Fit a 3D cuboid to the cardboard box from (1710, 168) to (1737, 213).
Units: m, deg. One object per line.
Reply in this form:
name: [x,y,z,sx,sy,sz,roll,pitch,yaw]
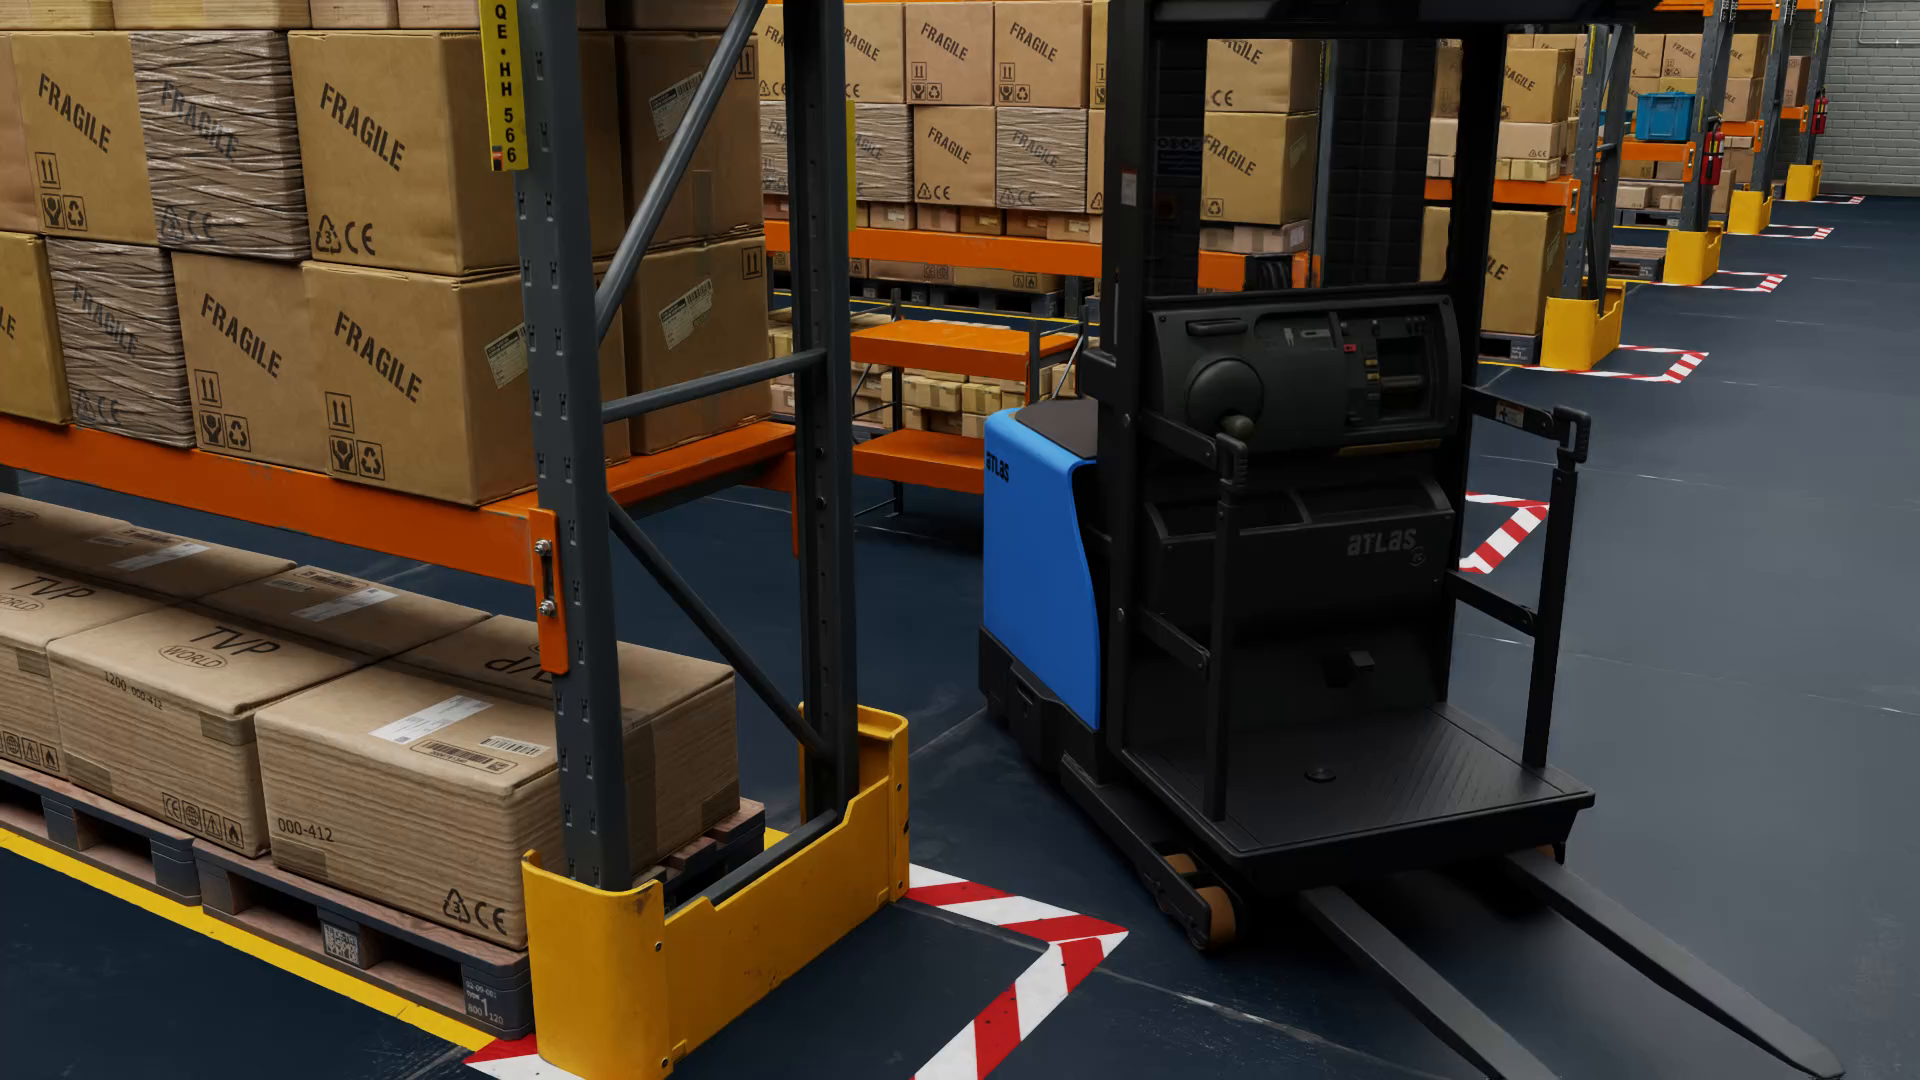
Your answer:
cardboard box: [9.193,-4.295,20.402,0.500,0.500,0.500,10,20,30]

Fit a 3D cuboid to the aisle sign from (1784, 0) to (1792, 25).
aisle sign: [9.683,-6.416,19.369,0.004,0.787,0.394,10,20,30]

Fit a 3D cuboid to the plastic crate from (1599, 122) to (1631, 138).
plastic crate: [6.400,-4.014,16.285,0.243,0.136,0.396,10,20,30]

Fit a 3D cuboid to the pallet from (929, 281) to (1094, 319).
pallet: [0.492,-2.178,14.689,1.213,0.211,1.003,10,20,30]

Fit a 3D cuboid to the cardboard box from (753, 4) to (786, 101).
cardboard box: [-0.786,-2.665,9.091,0.500,0.500,0.500,9,19,28]

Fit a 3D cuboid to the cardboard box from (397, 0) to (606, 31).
cardboard box: [-1.000,-1.193,3.638,0.250,0.149,0.380,10,20,31]

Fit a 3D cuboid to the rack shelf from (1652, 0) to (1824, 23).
rack shelf: [10.670,-7.881,24.742,4.000,0.370,1.077,10,20,30]

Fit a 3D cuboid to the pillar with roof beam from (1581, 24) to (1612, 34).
pillar with roof beam: [7.762,-9.006,22.048,0.400,9.000,9.100,10,20,30]

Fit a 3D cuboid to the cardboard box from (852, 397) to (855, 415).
cardboard box: [-0.643,-0.811,9.573,0.250,0.149,0.380,10,19,29]

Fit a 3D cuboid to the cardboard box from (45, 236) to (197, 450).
cardboard box: [-2.002,-0.563,4.400,0.500,0.500,0.500,11,20,32]

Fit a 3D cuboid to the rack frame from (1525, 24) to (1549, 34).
rack frame: [8.966,-7.094,26.075,0.127,3.000,1.000,10,20,30]

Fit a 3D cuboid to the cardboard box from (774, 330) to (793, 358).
cardboard box: [-0.863,-1.136,9.618,0.250,0.149,0.380,10,19,29]

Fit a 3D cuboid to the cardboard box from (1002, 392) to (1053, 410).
cardboard box: [0.425,-0.735,8.812,0.250,0.149,0.380,10,20,31]

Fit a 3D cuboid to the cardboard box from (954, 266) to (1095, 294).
cardboard box: [0.633,-2.691,14.511,0.875,0.875,1.225,10,20,30]

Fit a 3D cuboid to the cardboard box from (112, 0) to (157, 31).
cardboard box: [-1.871,-1.350,4.155,0.250,0.149,0.380,10,20,30]

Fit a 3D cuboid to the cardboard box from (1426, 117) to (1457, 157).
cardboard box: [3.614,-2.961,12.215,0.500,0.250,0.500,10,19,29]

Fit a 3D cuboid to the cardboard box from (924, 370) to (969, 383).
cardboard box: [0.010,-0.975,9.088,0.250,0.149,0.380,10,20,30]

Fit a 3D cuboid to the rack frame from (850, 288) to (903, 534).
rack frame: [-0.427,-0.615,7.969,0.032,1.125,0.500,10,20,30]

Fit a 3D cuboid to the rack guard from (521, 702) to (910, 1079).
rack guard: [-0.569,0.849,4.227,0.348,0.500,1.175,10,20,30]

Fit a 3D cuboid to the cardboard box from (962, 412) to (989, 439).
cardboard box: [0.216,-0.637,9.001,0.250,0.149,0.380,11,20,31]

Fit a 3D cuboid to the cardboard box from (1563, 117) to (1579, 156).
cardboard box: [4.330,-3.016,12.395,0.500,0.250,0.500,10,19,29]

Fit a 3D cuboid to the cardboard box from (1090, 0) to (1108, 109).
cardboard box: [0.963,-2.346,8.040,0.500,0.500,0.500,9,19,28]

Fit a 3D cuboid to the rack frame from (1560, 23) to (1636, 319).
rack frame: [4.597,-2.805,11.956,0.127,3.000,1.000,10,20,30]

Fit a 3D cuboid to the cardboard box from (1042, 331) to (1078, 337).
cardboard box: [0.515,-1.073,9.412,0.250,0.149,0.380,10,20,31]

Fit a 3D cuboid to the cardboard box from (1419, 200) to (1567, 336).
cardboard box: [4.010,-2.067,12.459,0.875,0.875,0.875,10,20,30]

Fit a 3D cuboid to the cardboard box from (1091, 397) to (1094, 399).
cardboard box: [0.860,-0.792,8.487,0.250,0.149,0.380,10,19,29]

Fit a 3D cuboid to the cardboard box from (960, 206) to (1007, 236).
cardboard box: [0.203,-1.706,8.768,0.250,0.149,0.380,11,20,31]

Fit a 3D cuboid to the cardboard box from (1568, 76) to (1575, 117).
cardboard box: [7.531,-5.616,21.036,0.500,0.500,0.500,10,20,30]

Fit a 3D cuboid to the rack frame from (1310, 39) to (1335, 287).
rack frame: [1.915,-1.592,7.963,0.127,3.000,1.000,10,20,30]

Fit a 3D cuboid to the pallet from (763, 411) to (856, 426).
pallet: [-0.902,-0.773,10.063,1.213,0.211,1.003,10,20,30]

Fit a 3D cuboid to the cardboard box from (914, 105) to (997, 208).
cardboard box: [0.105,-2.020,8.686,0.500,0.500,0.500,11,20,33]

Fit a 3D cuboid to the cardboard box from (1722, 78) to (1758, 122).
cardboard box: [9.261,-5.307,20.019,0.500,0.500,0.500,11,20,32]

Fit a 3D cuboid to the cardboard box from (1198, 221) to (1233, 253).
cardboard box: [1.297,-1.499,8.087,0.250,0.149,0.380,10,20,30]

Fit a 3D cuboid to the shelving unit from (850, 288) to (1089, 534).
shelving unit: [0.006,-0.537,7.714,1.048,1.125,0.538,10,20,30]

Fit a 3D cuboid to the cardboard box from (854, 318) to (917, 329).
cardboard box: [-0.419,-1.209,9.859,0.250,0.149,0.380,11,20,32]

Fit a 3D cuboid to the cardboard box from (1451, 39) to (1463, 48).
cardboard box: [6.631,-6.252,21.409,0.500,0.500,0.500,11,20,31]

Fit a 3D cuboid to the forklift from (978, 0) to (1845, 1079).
forklift: [1.032,-0.463,4.362,1.130,2.935,3.031,-6,18,-18]

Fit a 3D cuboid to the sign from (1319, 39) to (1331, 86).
sign: [1.608,-2.163,7.306,0.005,0.325,0.100,10,20,30]

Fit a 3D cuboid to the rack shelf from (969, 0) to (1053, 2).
rack shelf: [2.077,-6.036,18.668,4.000,0.370,1.077,10,20,30]

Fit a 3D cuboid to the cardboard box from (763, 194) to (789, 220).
cardboard box: [-0.909,-1.908,9.434,0.250,0.149,0.380,9,19,28]

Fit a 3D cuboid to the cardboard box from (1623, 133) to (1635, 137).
cardboard box: [10.190,-6.094,25.243,0.250,0.149,0.380,9,19,28]

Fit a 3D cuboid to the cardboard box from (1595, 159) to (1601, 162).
cardboard box: [9.976,-5.883,25.665,0.500,0.500,0.700,10,20,30]

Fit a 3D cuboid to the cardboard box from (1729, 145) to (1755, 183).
cardboard box: [11.725,-5.572,24.643,0.500,0.500,0.700,10,20,30]

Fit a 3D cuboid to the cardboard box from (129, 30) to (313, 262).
cardboard box: [-1.585,-0.964,4.001,0.500,0.500,0.500,10,20,30]

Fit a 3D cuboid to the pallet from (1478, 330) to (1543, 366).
pallet: [3.875,-1.573,12.698,1.213,0.211,1.003,10,20,30]

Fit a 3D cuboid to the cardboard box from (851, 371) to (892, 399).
cardboard box: [-0.412,-0.912,9.393,0.250,0.149,0.380,11,20,33]

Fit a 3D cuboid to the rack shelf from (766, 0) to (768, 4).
rack shelf: [0.211,-2.988,8.633,4.000,0.370,1.077,10,20,30]

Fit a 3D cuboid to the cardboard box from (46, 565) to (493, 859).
cardboard box: [-1.988,0.461,4.888,0.875,0.438,0.875,11,20,32]

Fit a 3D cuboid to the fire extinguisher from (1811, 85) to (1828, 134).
fire extinguisher: [12.261,-6.133,23.686,0.183,0.674,0.296,10,20,30]

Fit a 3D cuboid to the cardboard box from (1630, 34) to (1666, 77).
cardboard box: [8.386,-5.939,20.378,0.500,0.500,0.500,11,20,32]

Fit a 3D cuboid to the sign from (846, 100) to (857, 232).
sign: [-0.294,-0.940,4.188,0.005,0.325,0.100,10,20,30]

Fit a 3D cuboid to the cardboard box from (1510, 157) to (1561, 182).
cardboard box: [4.121,-2.658,11.902,0.250,0.149,0.380,11,20,31]
